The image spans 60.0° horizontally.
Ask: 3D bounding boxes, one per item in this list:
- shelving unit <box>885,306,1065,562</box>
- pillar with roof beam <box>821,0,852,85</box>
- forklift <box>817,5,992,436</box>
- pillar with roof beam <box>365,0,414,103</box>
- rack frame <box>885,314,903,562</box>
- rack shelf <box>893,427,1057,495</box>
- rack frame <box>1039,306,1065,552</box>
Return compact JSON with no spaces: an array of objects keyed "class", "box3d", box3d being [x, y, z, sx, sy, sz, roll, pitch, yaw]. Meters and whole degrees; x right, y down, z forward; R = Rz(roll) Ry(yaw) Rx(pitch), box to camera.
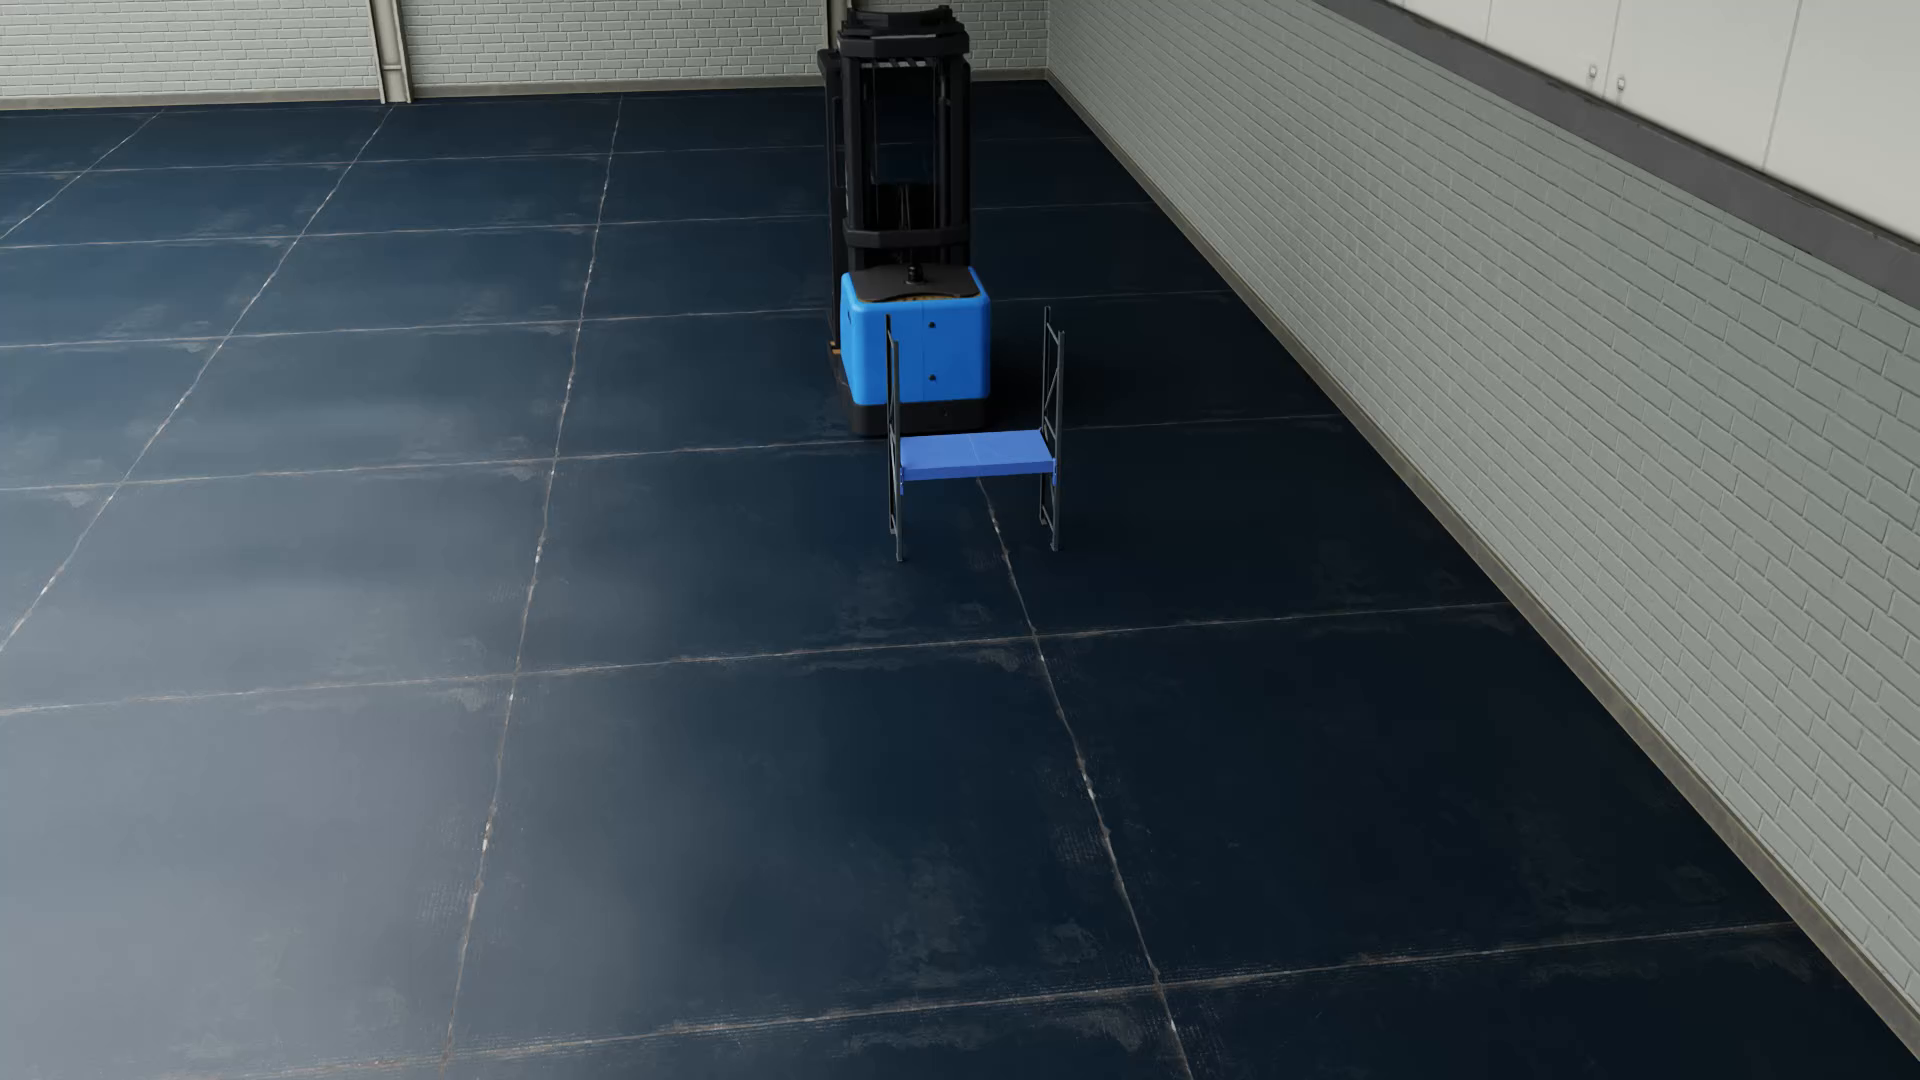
[{"class":"shelving unit","box3d":[0.084,-0.673,10.621,1.048,1.500,0.538,-4,27,-7]},{"class":"pillar with roof beam","box3d":[-1.094,-8.411,17.488,0.400,9.000,9.100,-4,27,-7]},{"class":"forklift","box3d":[-0.504,-2.722,13.047,1.130,2.935,3.031,-4,27,-8]},{"class":"pillar with roof beam","box3d":[-7.035,-8.029,16.744,0.400,9.000,9.100,-4,27,-7]},{"class":"rack frame","box3d":[-0.419,-0.640,10.558,0.032,1.500,0.500,-4,27,-7]},{"class":"rack shelf","box3d":[0.084,-0.513,10.703,1.000,0.185,0.538,-4,27,-7]},{"class":"rack frame","box3d":[0.588,-0.705,10.684,0.032,1.500,0.500,-4,27,-7]}]
